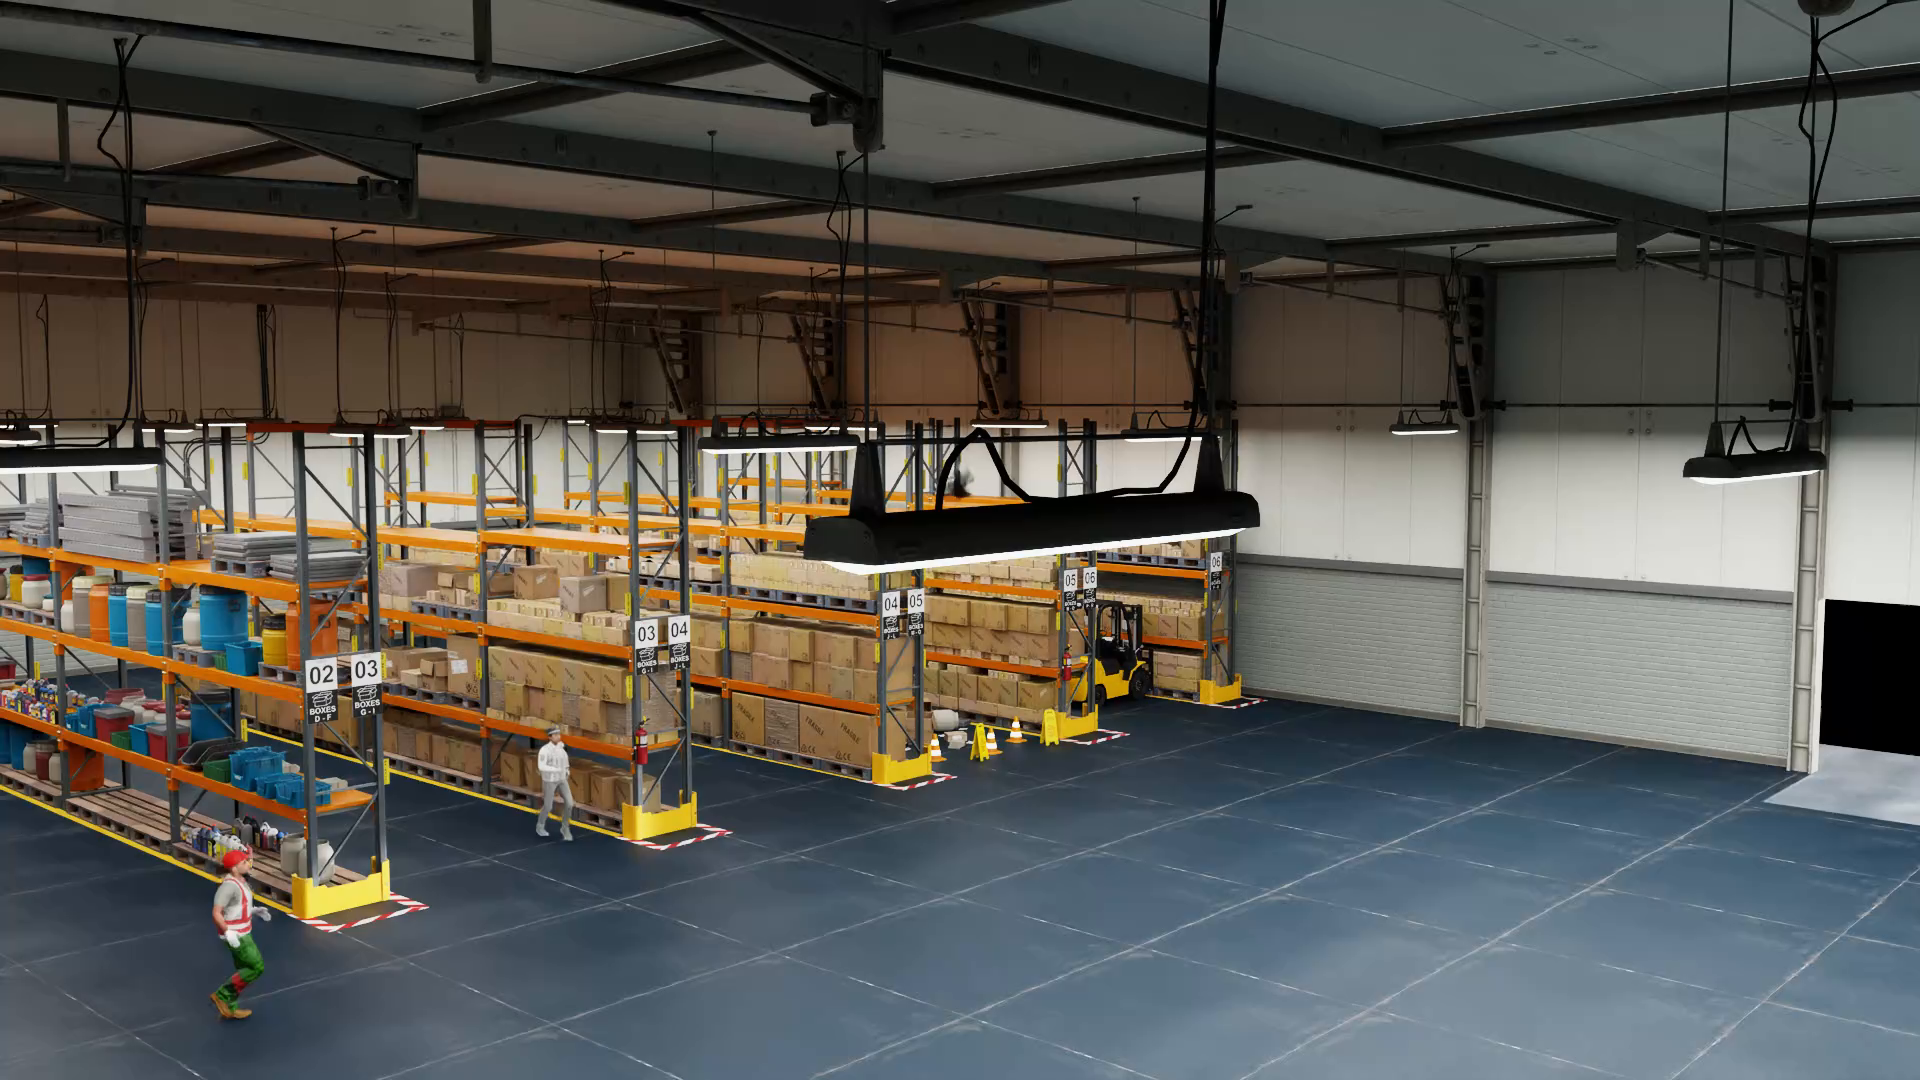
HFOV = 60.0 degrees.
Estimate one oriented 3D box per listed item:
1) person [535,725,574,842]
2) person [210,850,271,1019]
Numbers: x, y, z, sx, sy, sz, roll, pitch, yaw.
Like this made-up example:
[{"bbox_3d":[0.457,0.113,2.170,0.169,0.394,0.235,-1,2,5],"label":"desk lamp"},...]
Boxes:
[{"bbox_3d":[-5.872,3.529,24.109,0.719,1.755,0.637,4,6,38],"label":"person"},{"bbox_3d":[-7.421,4.053,17.141,0.583,1.749,0.668,-2,5,-19],"label":"person"}]
